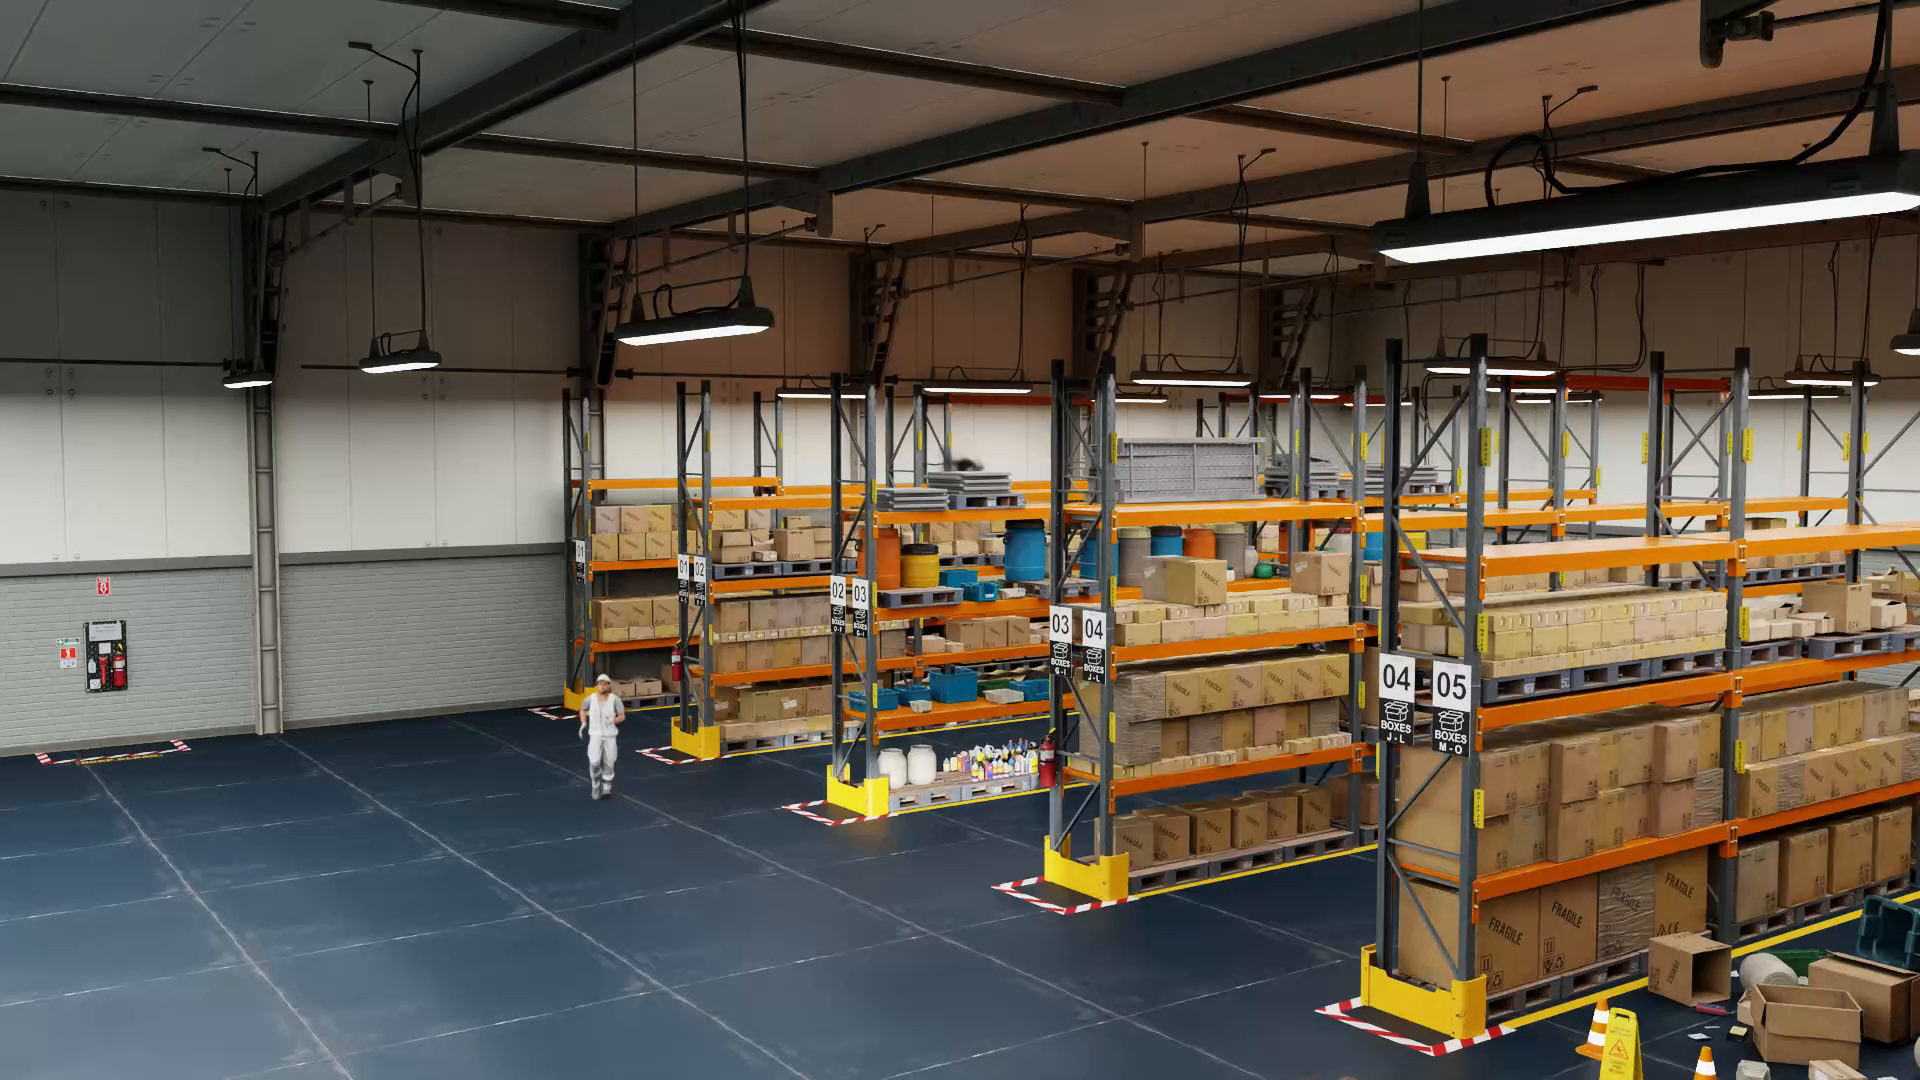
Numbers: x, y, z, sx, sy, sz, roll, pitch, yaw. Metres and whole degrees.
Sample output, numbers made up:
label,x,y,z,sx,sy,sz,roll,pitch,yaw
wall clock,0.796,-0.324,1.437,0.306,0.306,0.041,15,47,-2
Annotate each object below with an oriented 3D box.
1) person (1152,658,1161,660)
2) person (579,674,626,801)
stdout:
label,x,y,z,sx,sy,sz,roll,pitch,yaw
person,3.180,2.507,28.103,0.708,1.748,0.627,-2,4,-31
person,-5.018,2.773,23.328,0.646,1.775,0.685,-1,4,-10
